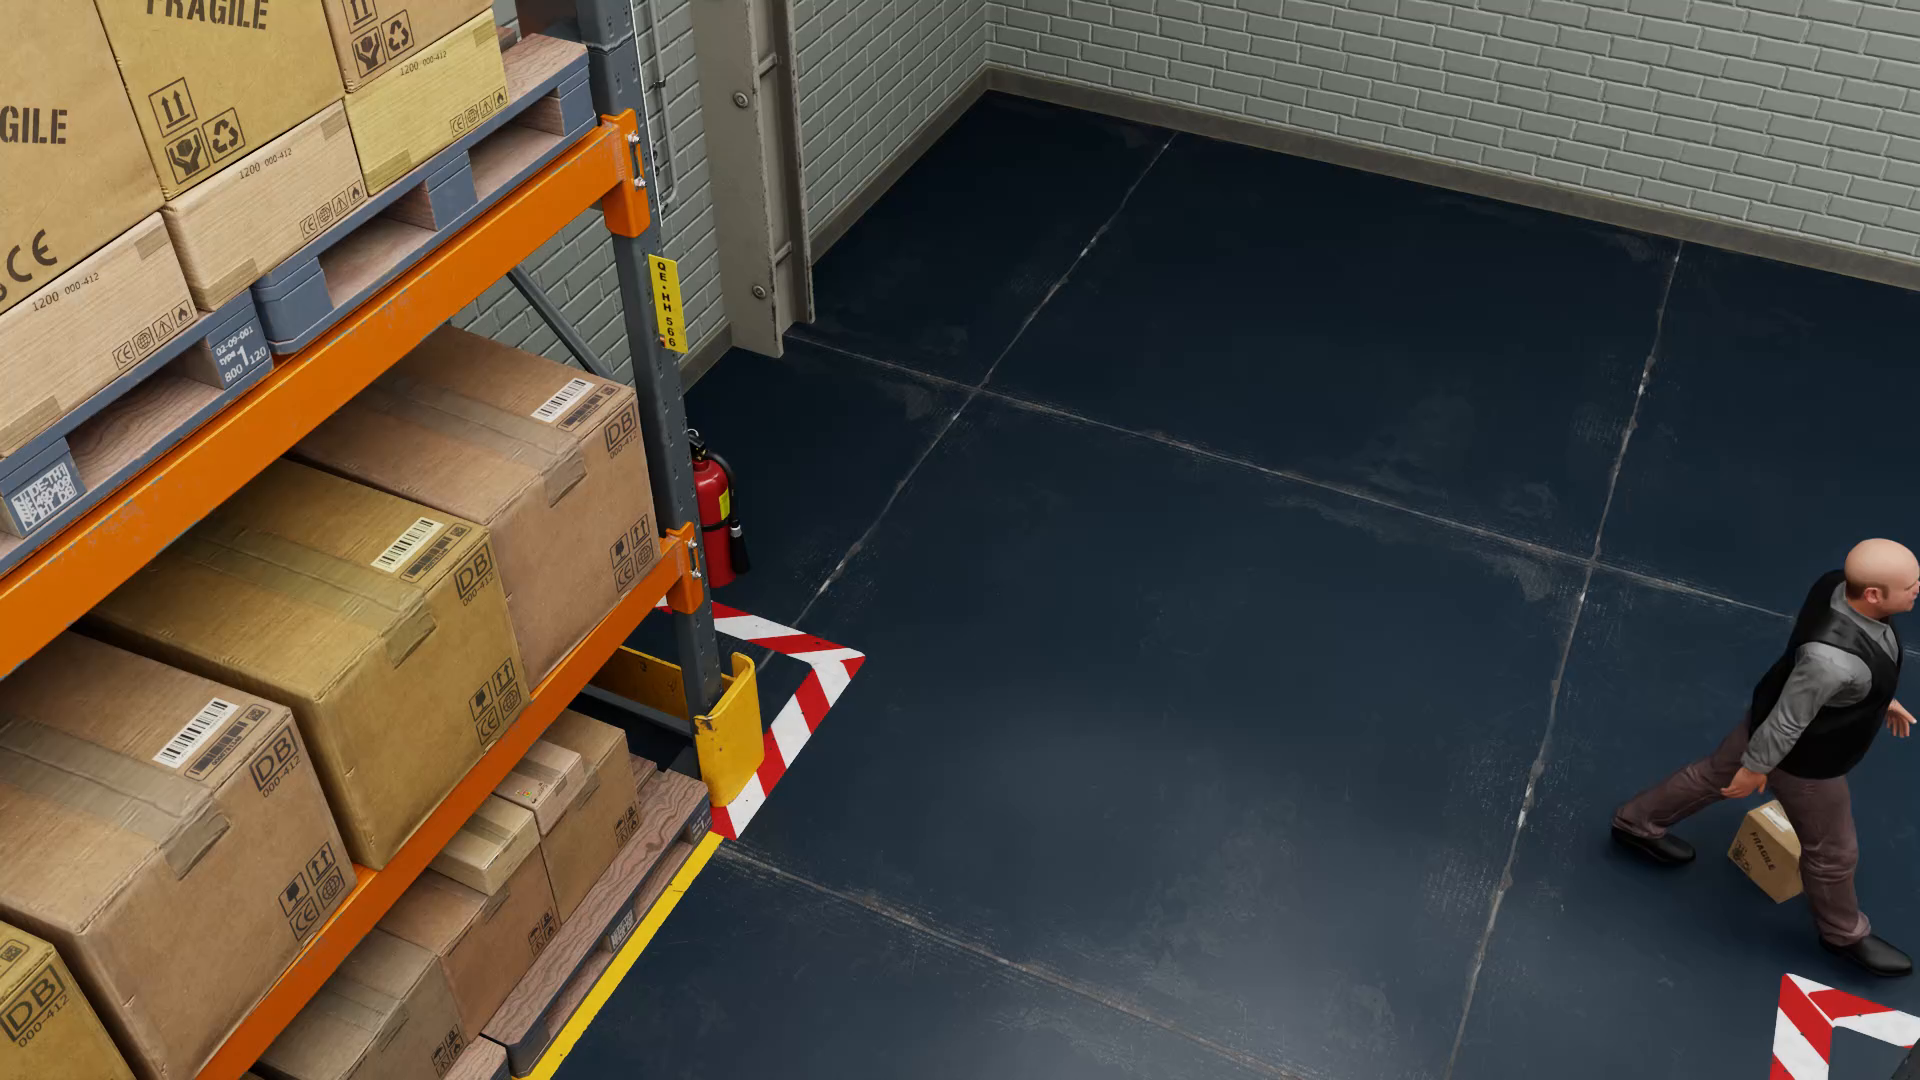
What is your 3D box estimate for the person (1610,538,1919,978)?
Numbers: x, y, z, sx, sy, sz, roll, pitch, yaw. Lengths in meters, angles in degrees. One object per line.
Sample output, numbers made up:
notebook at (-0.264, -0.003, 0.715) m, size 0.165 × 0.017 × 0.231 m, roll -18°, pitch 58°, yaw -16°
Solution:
person at (2.844, 0.649, 5.430) m, size 1.043 × 1.658 × 0.558 m, roll 17°, pitch 44°, yaw 18°
